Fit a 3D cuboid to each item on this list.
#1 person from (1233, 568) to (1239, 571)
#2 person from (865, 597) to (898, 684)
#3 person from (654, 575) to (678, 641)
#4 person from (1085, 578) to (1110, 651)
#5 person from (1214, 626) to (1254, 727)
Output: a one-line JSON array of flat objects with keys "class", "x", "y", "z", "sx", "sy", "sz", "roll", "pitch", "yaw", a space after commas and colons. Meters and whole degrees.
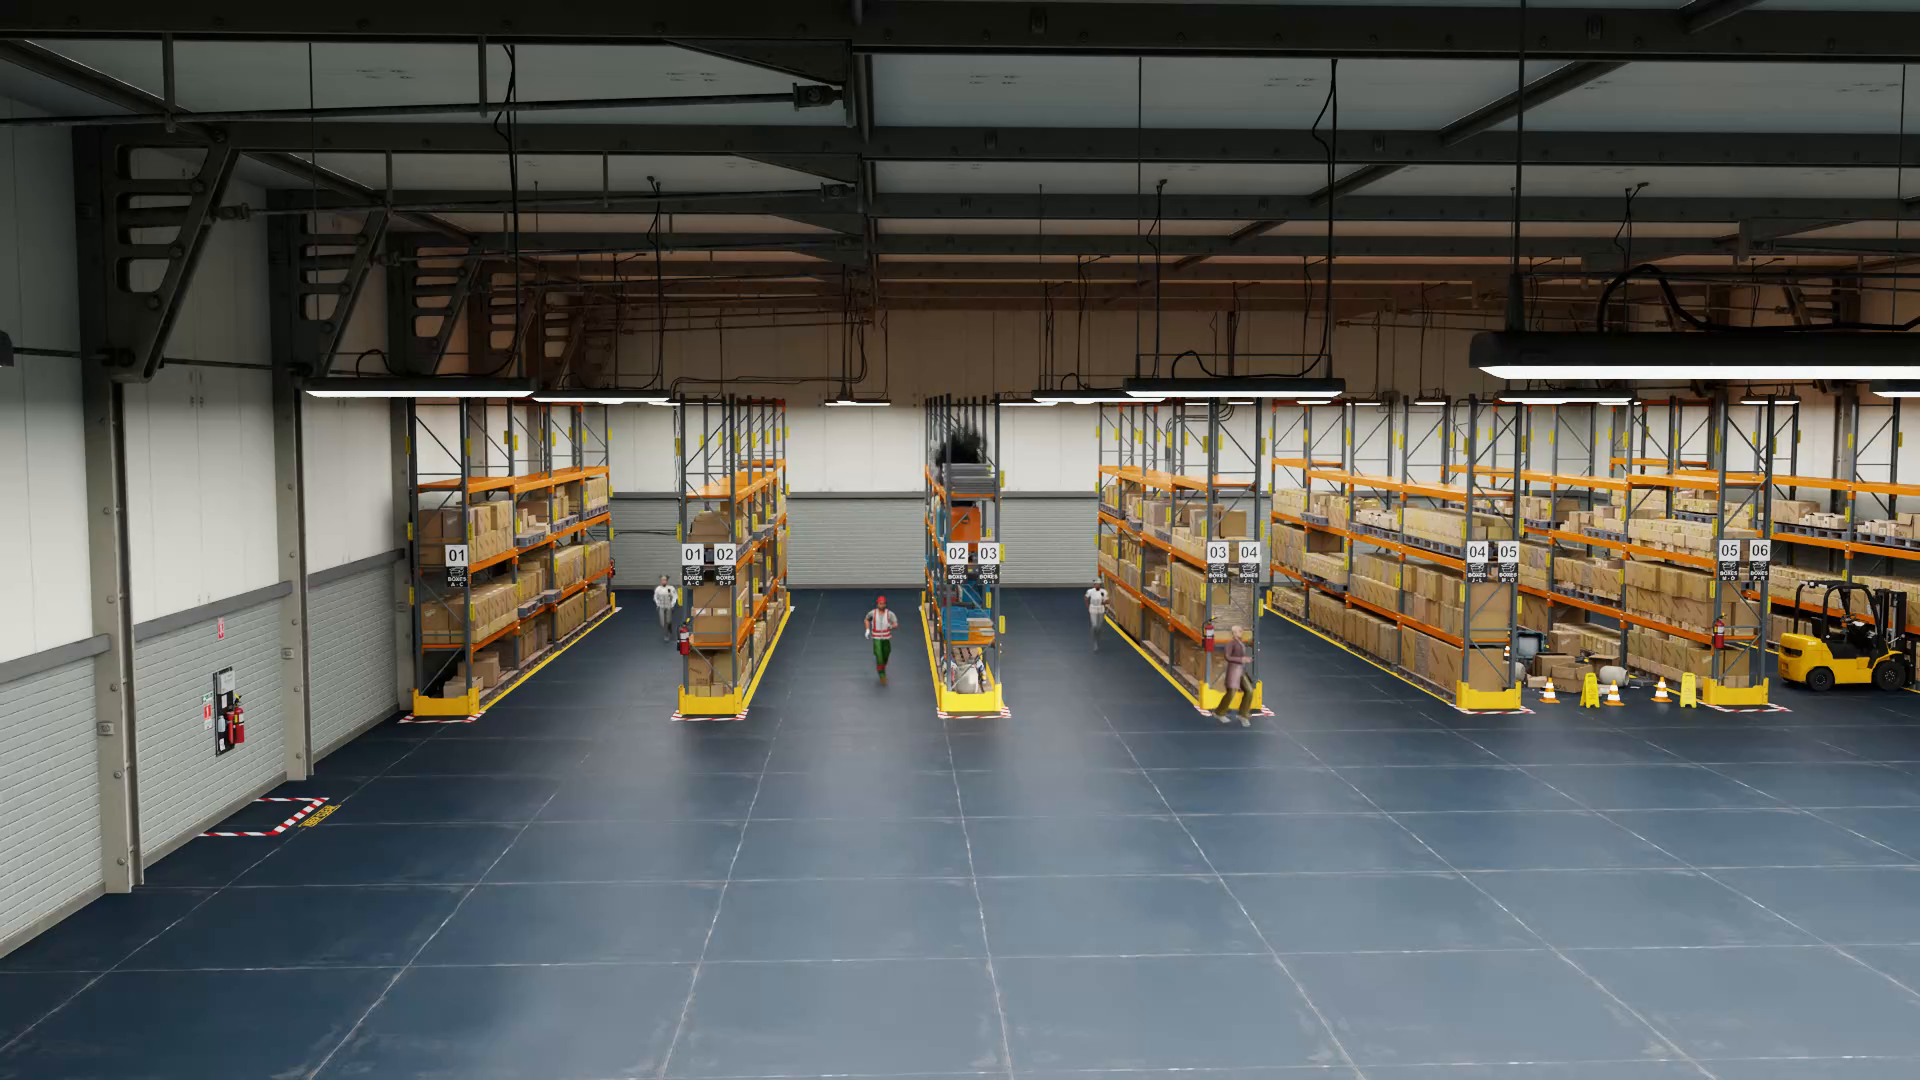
[{"class": "person", "x": 7.688, "y": 1.109, "z": 47.715, "sx": 0.716, "sy": 1.734, "sz": 0.571, "roll": 2, "pitch": 5, "yaw": 19}, {"class": "person", "x": -1.636, "y": 2.056, "z": 34.726, "sx": 0.661, "sy": 1.769, "sz": 0.993, "roll": -1, "pitch": 5, "yaw": -10}, {"class": "person", "x": -7.226, "y": 1.676, "z": 40.764, "sx": 0.589, "sy": 1.641, "sz": 0.528, "roll": 0, "pitch": 5, "yaw": -2}, {"class": "person", "x": 3.285, "y": 1.762, "z": 39.692, "sx": 0.546, "sy": 1.755, "sz": 0.908, "roll": -1, "pitch": 5, "yaw": -9}, {"class": "person", "x": 4.991, "y": 2.469, "z": 30.101, "sx": 0.764, "sy": 1.849, "sz": 0.706, "roll": 4, "pitch": 6, "yaw": 43}]
